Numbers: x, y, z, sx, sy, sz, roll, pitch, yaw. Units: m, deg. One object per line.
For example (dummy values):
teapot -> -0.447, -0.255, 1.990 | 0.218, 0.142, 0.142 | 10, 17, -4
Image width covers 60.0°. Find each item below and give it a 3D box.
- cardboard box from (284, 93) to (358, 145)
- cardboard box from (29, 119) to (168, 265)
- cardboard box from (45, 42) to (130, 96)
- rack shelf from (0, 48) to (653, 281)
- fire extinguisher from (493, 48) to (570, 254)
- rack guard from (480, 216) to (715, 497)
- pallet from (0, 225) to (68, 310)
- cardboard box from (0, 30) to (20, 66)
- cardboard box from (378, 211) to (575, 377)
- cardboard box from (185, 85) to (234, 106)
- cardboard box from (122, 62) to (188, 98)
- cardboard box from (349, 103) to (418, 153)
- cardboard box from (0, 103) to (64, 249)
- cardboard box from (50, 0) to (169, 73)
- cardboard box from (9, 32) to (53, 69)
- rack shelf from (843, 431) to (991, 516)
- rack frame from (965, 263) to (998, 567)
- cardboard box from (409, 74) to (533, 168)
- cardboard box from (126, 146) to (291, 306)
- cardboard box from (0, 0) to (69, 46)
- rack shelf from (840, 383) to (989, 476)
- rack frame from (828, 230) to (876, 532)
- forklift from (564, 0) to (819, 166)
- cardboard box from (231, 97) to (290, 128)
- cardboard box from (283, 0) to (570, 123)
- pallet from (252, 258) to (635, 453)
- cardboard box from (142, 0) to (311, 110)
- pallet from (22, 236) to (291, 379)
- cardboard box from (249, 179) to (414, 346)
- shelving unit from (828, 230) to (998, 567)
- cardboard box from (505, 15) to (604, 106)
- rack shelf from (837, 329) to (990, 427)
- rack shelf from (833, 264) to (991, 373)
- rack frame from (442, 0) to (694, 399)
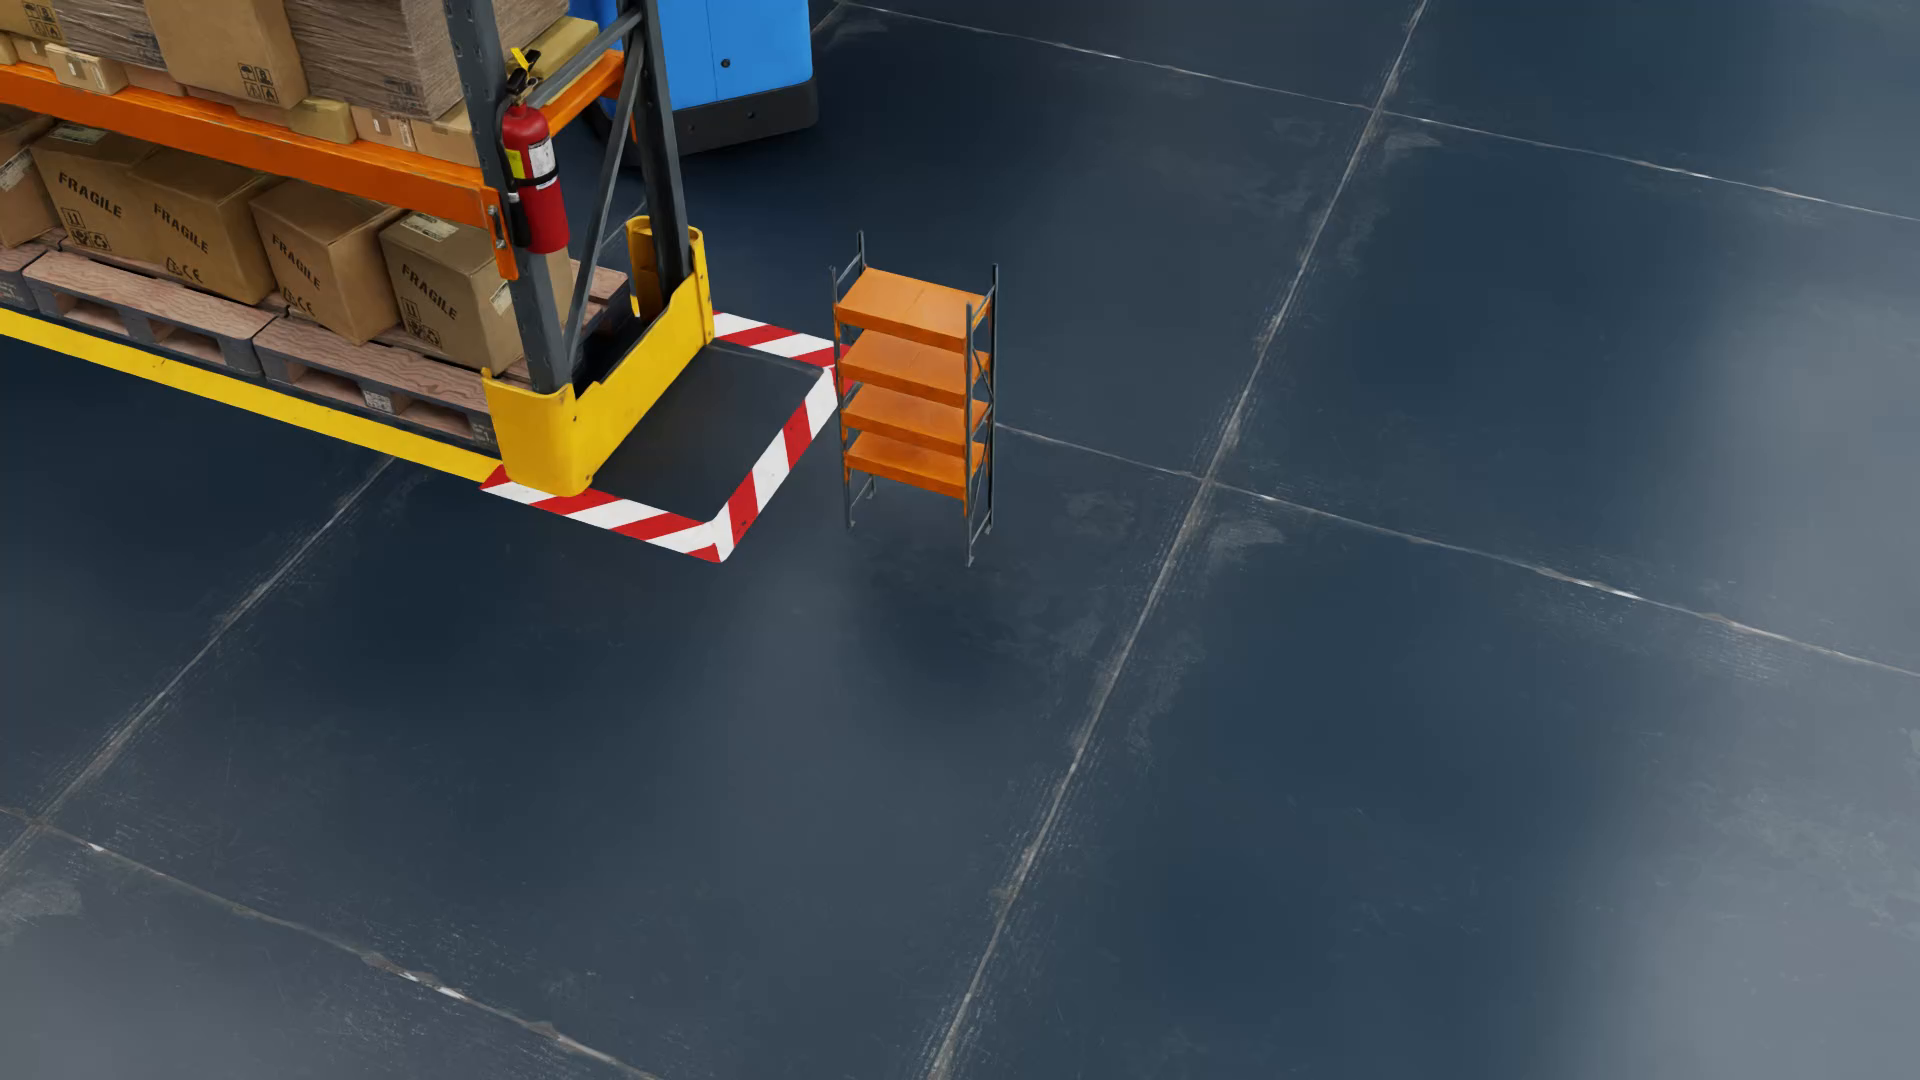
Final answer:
cardboard box -> -2.168, -1.576, 5.886 | 0.250, 0.149, 0.380 | 16, 47, 16
cardboard box -> -3.548, -1.566, 7.172 | 0.500, 0.500, 0.500 | 13, 46, 12
cardboard box -> -3.112, -1.813, 6.123 | 0.250, 0.149, 0.380 | 16, 47, 16
rack shelf -> -3.190, -1.908, 6.551 | 4.000, 0.370, 1.077 | 16, 47, 16
fire extinguisher -> -1.416, -1.261, 5.446 | 0.183, 0.674, 0.296 | 16, 47, 16
rack guard -> -1.415, -0.754, 6.654 | 0.348, 0.500, 1.175 | 16, 47, 16
pallet -> -4.403, -1.558, 7.666 | 1.213, 0.211, 1.003 | 16, 47, 16
cardboard box -> -3.564, -1.964, 6.275 | 0.250, 0.149, 0.380 | 16, 47, 16
cardboard box -> -1.914, -1.063, 6.666 | 0.500, 0.500, 0.500 | 25, 50, 23
cardboard box -> -2.607, -1.749, 6.059 | 0.250, 0.149, 0.380 | 16, 47, 16
cardboard box -> -2.847, -1.803, 6.113 | 0.250, 0.149, 0.380 | 16, 47, 16
cardboard box -> -1.917, -1.542, 5.851 | 0.250, 0.149, 0.380 | 16, 47, 16
cardboard box -> -4.151, -1.684, 7.290 | 0.500, 0.500, 0.500 | 32, 53, 28
cardboard box -> -2.794, -2.149, 6.002 | 0.500, 0.500, 0.875 | 16, 47, 16
cardboard box -> -3.316, -1.926, 6.237 | 0.250, 0.149, 0.380 | 16, 47, 16
rack shelf -> -0.153, -0.282, 6.059 | 0.480, 0.148, 0.258 | 16, 47, 16
rack frame -> 0.072, -0.404, 5.805 | 0.015, 1.200, 0.240 | 16, 47, 16
cardboard box -> -1.687, -1.474, 5.783 | 0.250, 0.149, 0.380 | 16, 47, 16
cardboard box -> -3.050, -1.385, 6.990 | 0.500, 0.500, 0.500 | 21, 48, 19
cardboard box -> -3.251, -2.293, 6.146 | 0.500, 0.500, 0.875 | 16, 47, 16
rack shelf -> -0.153, -0.423, 5.919 | 0.480, 0.148, 0.258 | 16, 47, 16
rack frame -> -0.378, -0.537, 5.939 | 0.015, 1.200, 0.240 | 16, 47, 16
forklift -> -1.751, -3.875, 8.066 | 1.130, 2.935, 3.031 | -17, 47, -16
cardboard box -> -2.393, -1.654, 5.964 | 0.250, 0.149, 0.380 | 16, 47, 16
cardboard box -> -1.841, -1.928, 5.779 | 0.500, 0.500, 0.875 | 16, 47, 16
pallet -> -2.151, -0.896, 7.000 | 1.213, 0.211, 1.003 | 16, 47, 16
cardboard box -> -2.349, -1.986, 5.837 | 0.500, 0.500, 0.875 | 16, 47, 16
pallet -> -3.273, -1.228, 7.334 | 1.213, 0.211, 1.003 | 16, 47, 16
cardboard box -> -2.479, -1.203, 6.807 | 0.500, 0.500, 0.500 | 29, 52, 26
shelving unit -> -0.153, -0.470, 5.872 | 0.503, 1.200, 0.258 | 16, 47, 16
cardboard box -> -1.516, -1.763, 6.074 | 0.250, 0.149, 0.380 | 16, 47, 16
rack shelf -> -0.153, -0.581, 5.762 | 0.480, 0.148, 0.258 | 16, 47, 16
rack shelf -> -0.153, -0.749, 5.595 | 0.480, 0.148, 0.258 | 16, 47, 16
rack frame -> -1.344, -1.620, 5.751 | 0.127, 3.000, 1.000 | 16, 47, 16
